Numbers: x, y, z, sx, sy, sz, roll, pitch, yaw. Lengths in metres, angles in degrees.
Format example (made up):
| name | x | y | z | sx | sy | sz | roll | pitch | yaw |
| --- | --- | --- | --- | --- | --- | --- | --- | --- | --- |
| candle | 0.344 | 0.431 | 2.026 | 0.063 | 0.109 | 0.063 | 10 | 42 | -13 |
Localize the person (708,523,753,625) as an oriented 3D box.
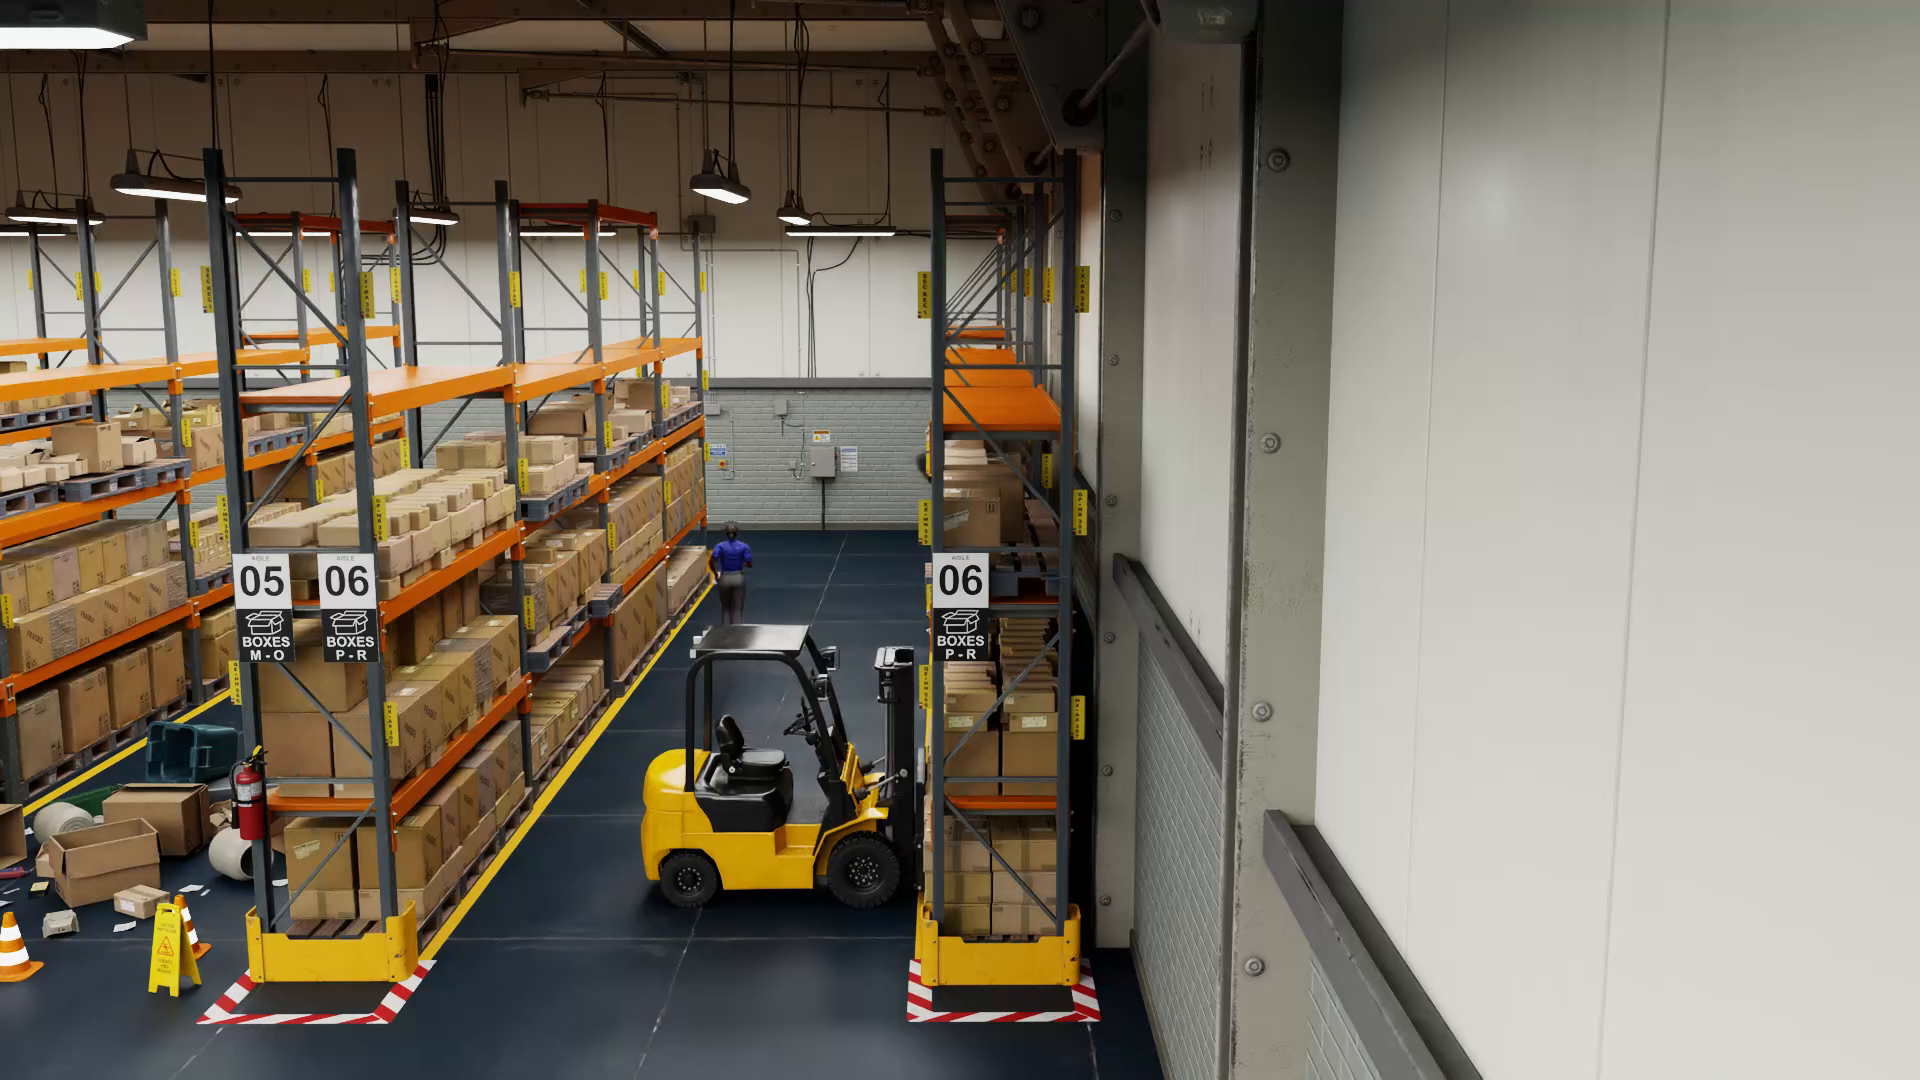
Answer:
| name | x | y | z | sx | sy | sz | roll | pitch | yaw |
| --- | --- | --- | --- | --- | --- | --- | --- | --- | --- |
| person | -2.975 | 0.641 | 21.689 | 0.555 | 1.748 | 0.671 | -1 | 9 | -4 |
